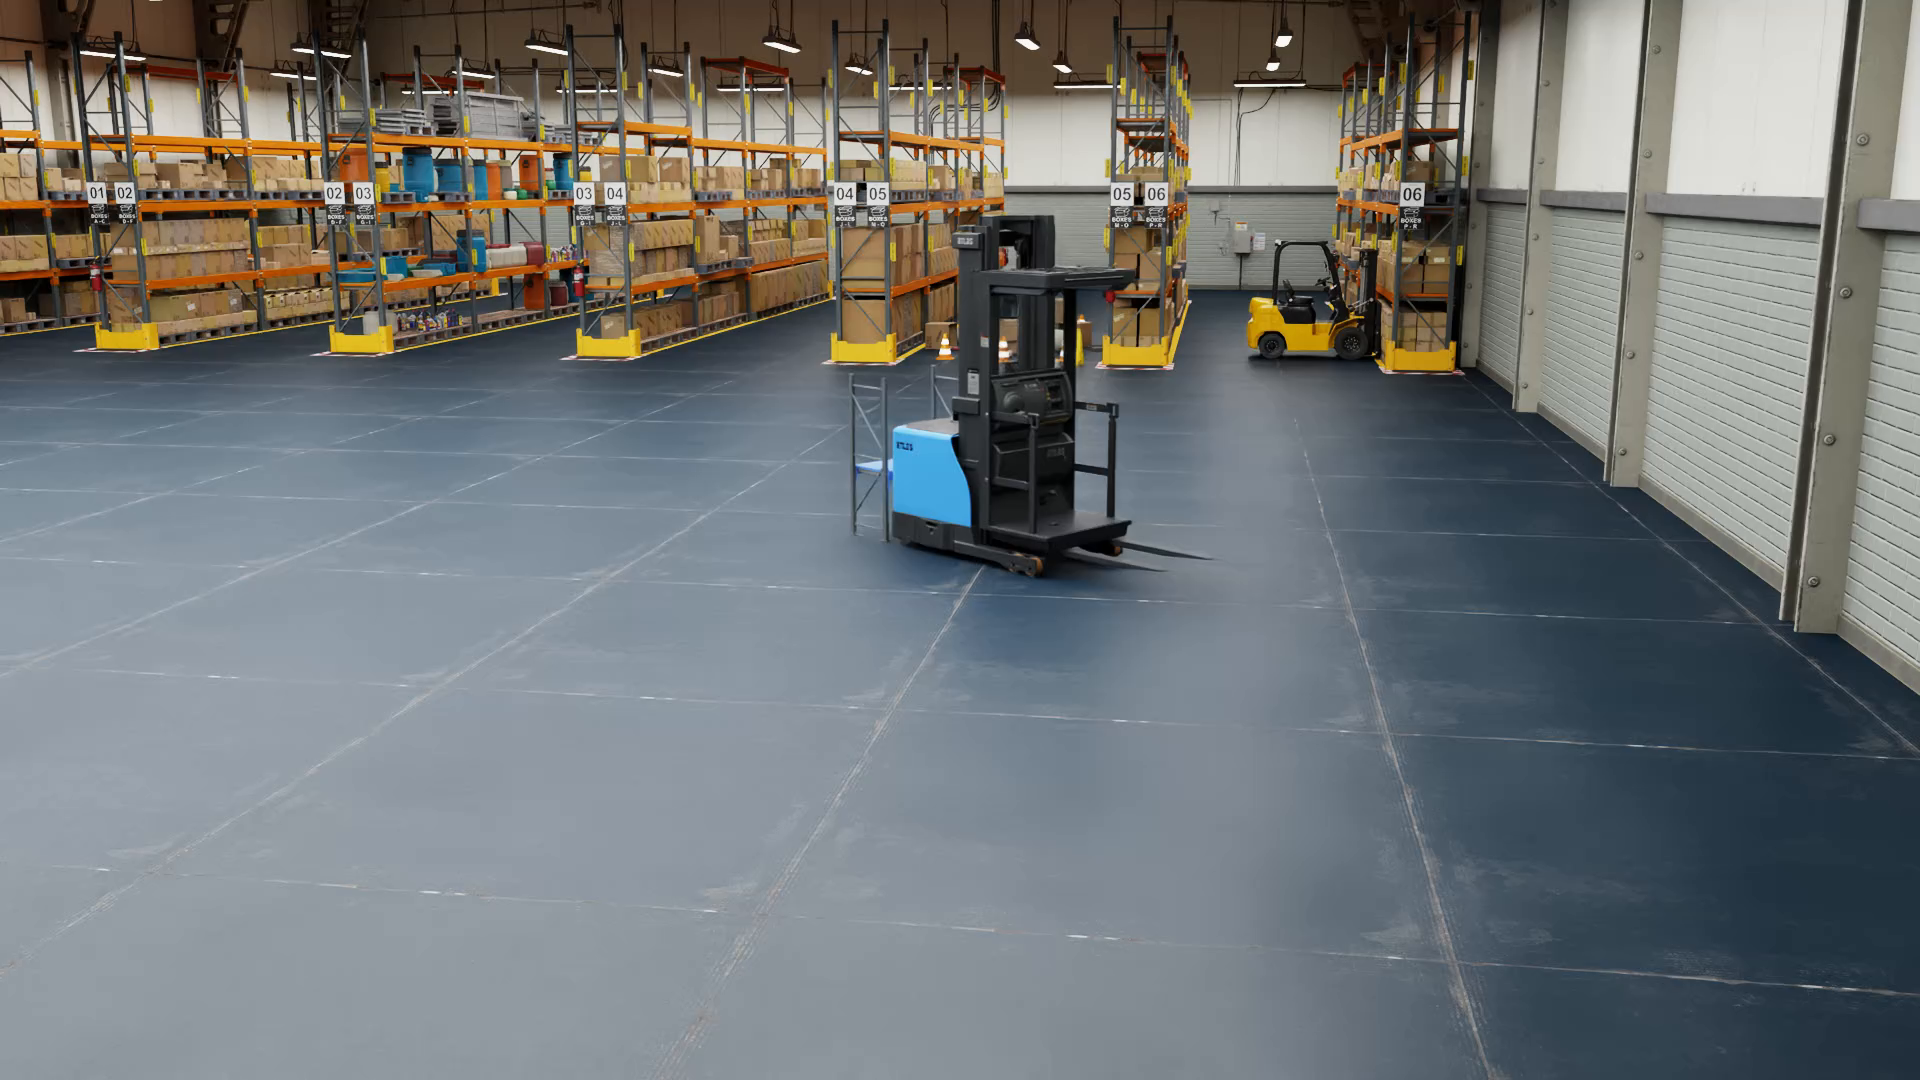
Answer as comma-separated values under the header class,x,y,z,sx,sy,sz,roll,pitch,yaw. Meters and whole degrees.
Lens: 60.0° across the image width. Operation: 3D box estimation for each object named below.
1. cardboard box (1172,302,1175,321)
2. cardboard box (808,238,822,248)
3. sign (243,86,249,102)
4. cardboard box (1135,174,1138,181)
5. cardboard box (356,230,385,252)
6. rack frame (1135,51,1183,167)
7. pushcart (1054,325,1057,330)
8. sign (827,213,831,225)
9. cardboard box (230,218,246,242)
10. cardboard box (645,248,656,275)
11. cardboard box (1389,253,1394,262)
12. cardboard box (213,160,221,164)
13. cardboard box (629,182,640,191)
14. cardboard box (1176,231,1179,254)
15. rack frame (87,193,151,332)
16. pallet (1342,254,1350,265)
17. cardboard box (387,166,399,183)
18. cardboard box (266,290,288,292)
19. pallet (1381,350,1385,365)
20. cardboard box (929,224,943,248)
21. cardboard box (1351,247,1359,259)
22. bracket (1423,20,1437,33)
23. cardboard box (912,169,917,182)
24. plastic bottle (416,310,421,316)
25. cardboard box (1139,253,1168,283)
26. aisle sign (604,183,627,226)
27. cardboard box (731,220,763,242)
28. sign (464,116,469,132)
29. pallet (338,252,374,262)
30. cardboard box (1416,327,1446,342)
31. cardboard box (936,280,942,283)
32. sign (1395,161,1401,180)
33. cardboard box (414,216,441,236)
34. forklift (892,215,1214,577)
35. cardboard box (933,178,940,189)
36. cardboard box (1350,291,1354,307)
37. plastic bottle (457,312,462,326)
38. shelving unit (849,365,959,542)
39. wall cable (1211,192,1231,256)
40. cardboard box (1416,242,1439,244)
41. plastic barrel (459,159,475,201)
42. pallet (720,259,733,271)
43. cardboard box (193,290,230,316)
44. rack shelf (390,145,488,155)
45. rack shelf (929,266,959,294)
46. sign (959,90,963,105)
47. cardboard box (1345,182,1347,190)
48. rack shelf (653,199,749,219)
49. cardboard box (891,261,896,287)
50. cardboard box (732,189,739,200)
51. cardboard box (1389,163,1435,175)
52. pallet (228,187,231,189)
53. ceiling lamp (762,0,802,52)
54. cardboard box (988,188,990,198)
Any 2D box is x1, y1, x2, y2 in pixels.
class,x,y,z,sx,sy,sz,roll,pitch,yaw
cardboard box,4.283,-5.091,36.993,0.950,0.372,0.625,1,12,5
cardboard box,-4.073,-8.131,45.509,0.500,0.250,0.500,2,12,8
sign,-15.271,-9.541,35.570,0.100,0.325,0.005,2,12,9
cardboard box,2.987,-6.488,29.818,0.380,0.149,0.250,2,12,10
cardboard box,-14.886,-7.503,41.713,0.700,0.500,0.500,4,13,19
rack frame,4.379,-9.220,36.673,1.000,3.000,0.127,2,12,9
pushcart,1.504,-4.236,34.012,1.648,0.377,0.936,-2,12,-11
sign,-3.648,-8.935,46.280,0.100,0.325,0.005,2,12,9
cardboard box,-15.878,-6.688,35.847,0.700,0.500,0.500,2,12,9
cardboard box,-6.453,-5.462,32.530,0.875,0.500,0.500,2,12,9
cardboard box,7.985,-5.124,30.128,0.380,0.149,0.250,1,12,7
cardboard box,-19.746,-9.841,43.610,0.500,0.250,0.500,3,12,13
cardboard box,-6.237,-6.632,31.192,0.380,0.149,0.250,2,12,10
cardboard box,4.516,-6.475,36.237,0.500,0.500,0.500,2,12,8
rack frame,-16.431,-5.265,32.560,1.000,3.000,0.127,2,12,9
pallet,9.669,-6.703,39.691,1.003,0.211,1.213,2,12,9
cardboard box,-14.816,-9.290,42.646,0.600,0.600,0.600,2,12,8
cardboard box,-15.803,-5.643,38.515,0.500,0.311,0.500,2,12,8
pallet,8.131,-3.260,29.873,1.003,0.211,1.213,2,12,9
cardboard box,-0.759,-6.659,36.419,0.700,0.500,0.500,2,12,8
cardboard box,9.127,-6.489,37.601,0.500,0.250,0.500,1,12,6
bracket,9.560,-10.444,33.809,0.235,0.232,0.430,2,12,9
cardboard box,-1.121,-7.067,32.216,0.500,0.250,0.500,2,12,8
plastic bottle,-11.456,-4.702,35.191,0.144,0.351,0.185,2,12,10
cardboard box,3.496,-4.906,29.951,0.500,0.500,0.500,2,12,8
aisle sign,-6.356,-6.191,30.688,0.394,0.787,0.004,2,12,9
cardboard box,-5.181,-7.435,40.011,0.797,0.503,0.637,2,12,10
sign,-10.380,-8.747,34.972,0.100,0.325,0.005,2,12,9
pallet,-15.166,-6.980,40.973,1.213,0.211,1.003,2,12,9
cardboard box,8.332,-3.659,29.450,0.500,0.250,0.500,2,12,10
cardboard box,-0.681,-5.928,38.792,0.500,0.250,0.500,2,12,7
sign,7.520,-6.343,28.529,0.100,0.325,0.005,2,12,9
cardboard box,-14.235,-8.390,44.448,0.500,0.500,0.500,2,12,10
forklift,0.772,-1.249,14.088,1.130,2.935,3.031,-12,17,-43
cardboard box,-0.645,-7.632,35.507,0.396,0.266,0.258,2,12,9
cardboard box,9.364,-5.527,38.714,0.500,0.500,0.500,1,12,7
plastic bottle,-10.670,-4.713,35.401,0.061,0.283,0.133,3,12,11
shelving unit,-0.464,-0.825,15.518,1.048,1.500,0.538,-11,17,-42
wall cable,7.857,-9.580,50.173,0.588,1.984,0.122,2,12,9
cardboard box,8.776,-5.516,31.242,0.380,0.149,0.250,2,12,8
plastic barrel,-10.958,-7.897,36.462,0.600,0.901,0.600,0,12,0
pallet,-5.677,-6.101,36.897,1.003,0.211,1.213,2,12,9
cardboard box,-15.833,-5.014,35.145,0.500,0.500,0.500,2,12,9
rack shelf,-14.278,-10.759,45.527,1.077,0.370,4.000,2,12,9
rack shelf,-0.835,-5.659,36.095,1.077,0.370,4.000,2,12,9
sign,0.022,-9.876,37.124,0.100,0.325,0.005,2,12,9
cardboard box,9.796,-8.716,41.102,0.500,0.250,0.500,1,12,7
rack shelf,-5.720,-7.307,36.623,1.077,0.370,4.000,2,12,9
cardboard box,-1.682,-5.029,31.108,0.875,0.550,0.550,2,12,9
cardboard box,-5.306,-7.791,37.517,0.500,0.250,0.500,2,12,8
cardboard box,8.266,-6.664,30.451,0.797,0.503,0.637,2,12,10
pallet,-19.344,-9.516,45.375,1.003,0.211,1.213,2,12,9
ceiling lamp,-3.325,-11.445,33.140,0.800,3.185,2.000,2,12,9
cardboard box,0.488,-8.845,42.408,0.500,0.250,0.500,2,12,8
